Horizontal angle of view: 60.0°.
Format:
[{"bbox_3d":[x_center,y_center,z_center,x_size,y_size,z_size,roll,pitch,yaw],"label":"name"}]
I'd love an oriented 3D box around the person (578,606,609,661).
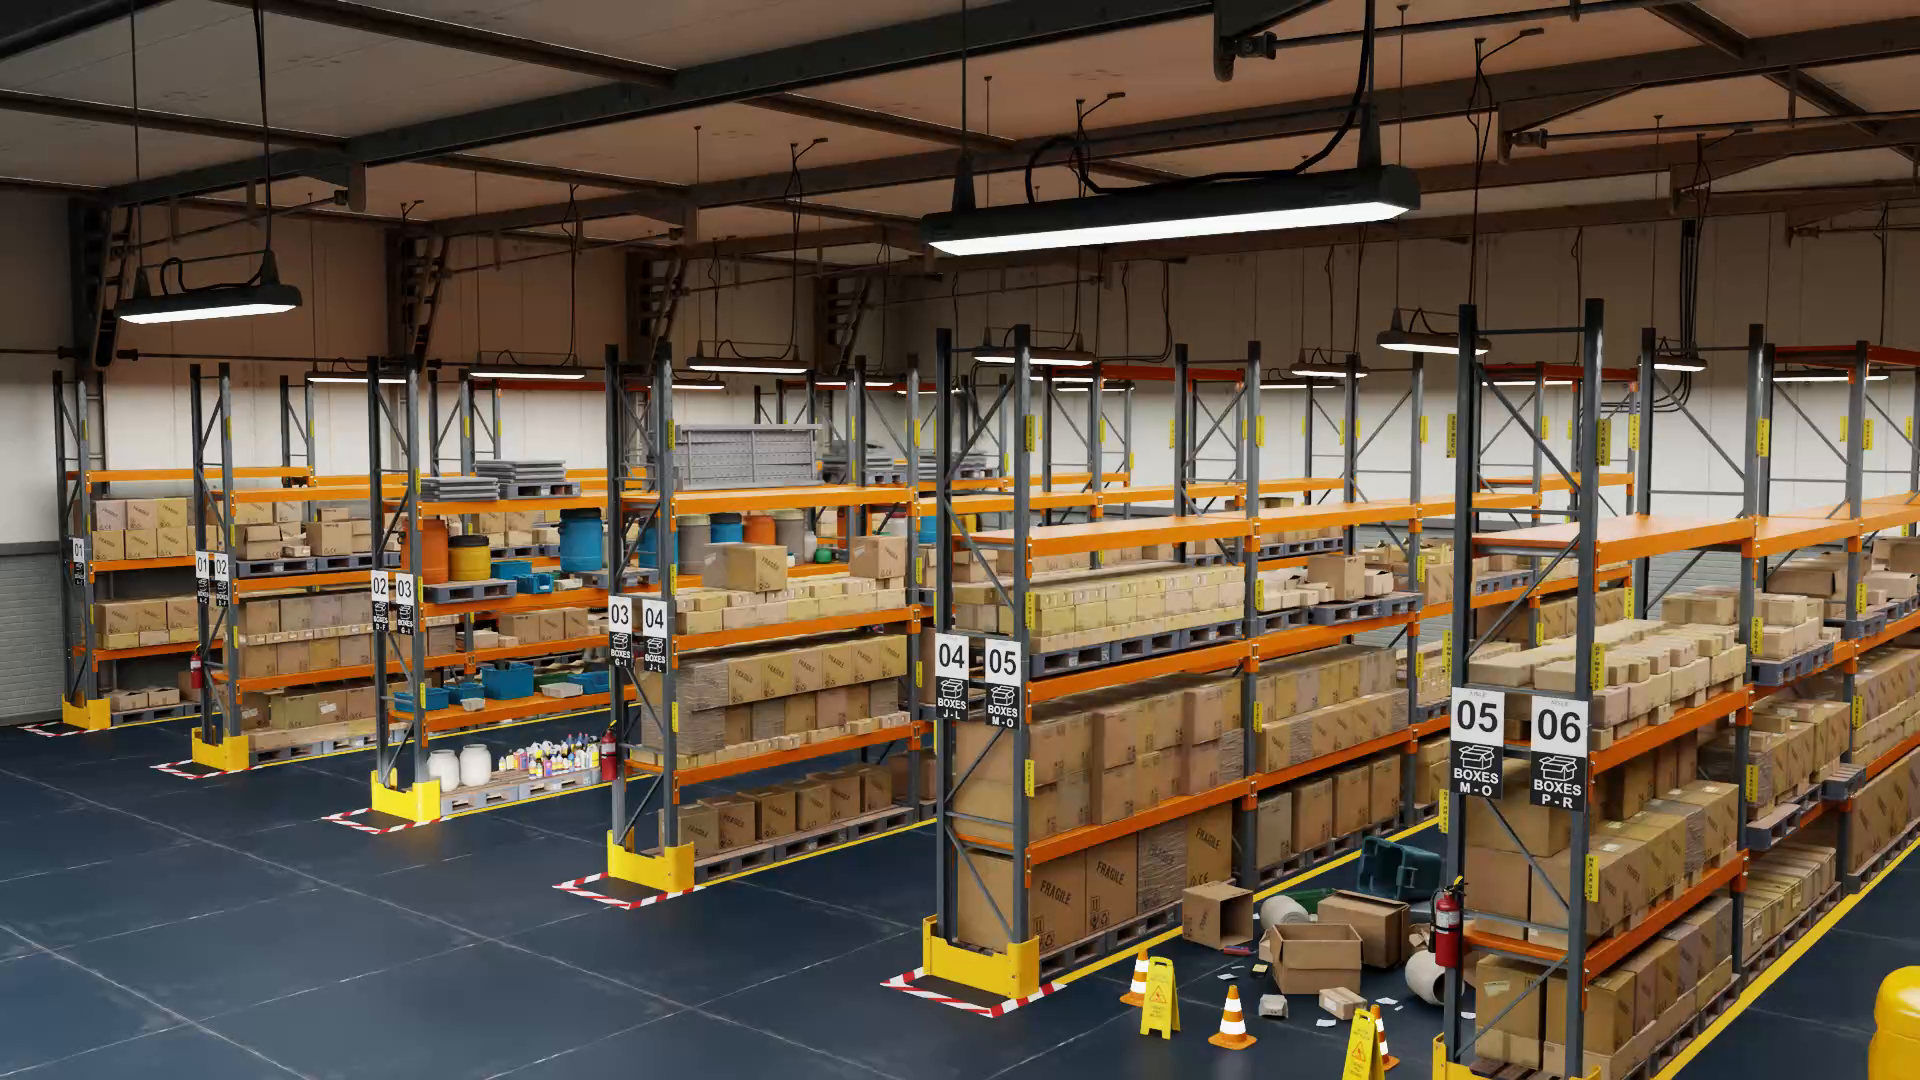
[{"bbox_3d":[-7.163,2.053,32.383,0.694,1.559,0.884,2,5,29],"label":"person"}]
